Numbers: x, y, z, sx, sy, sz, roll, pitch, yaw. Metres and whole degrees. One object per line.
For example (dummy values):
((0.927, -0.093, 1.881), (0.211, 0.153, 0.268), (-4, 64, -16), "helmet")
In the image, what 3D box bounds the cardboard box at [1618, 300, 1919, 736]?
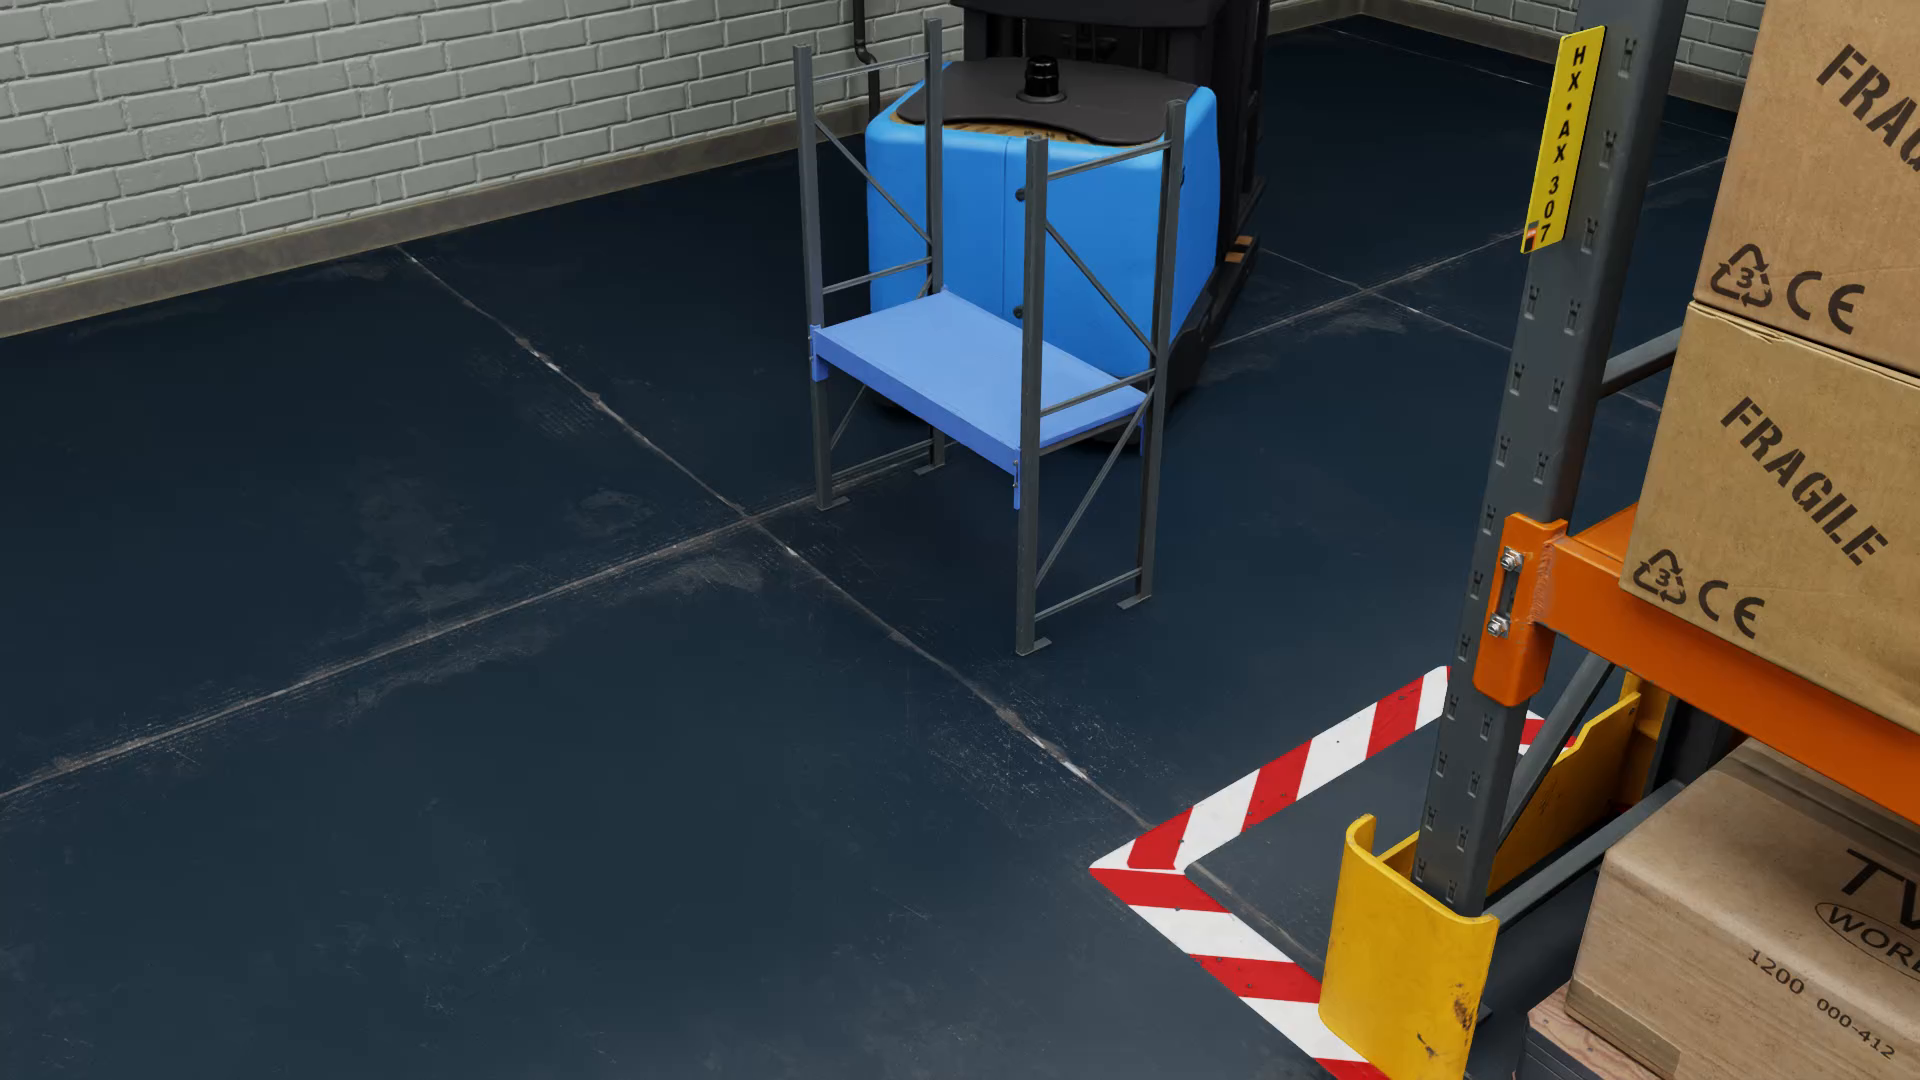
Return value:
((1.399, -0.112, 2.493), (0.500, 0.500, 0.500), (-23, 38, -32), "cardboard box")

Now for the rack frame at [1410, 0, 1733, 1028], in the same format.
((1.331, -0.363, 2.991), (1.000, 3.000, 0.127), (-22, 38, -31), "rack frame")

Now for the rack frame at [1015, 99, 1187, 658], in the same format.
((0.364, -0.390, 4.456), (0.500, 1.500, 0.032), (-22, 38, -31), "rack frame")

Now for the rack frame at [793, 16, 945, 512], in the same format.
((-0.259, -0.813, 5.138), (0.500, 1.500, 0.032), (-22, 38, -31), "rack frame")

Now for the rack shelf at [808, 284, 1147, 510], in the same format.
((0.052, -0.449, 4.892), (0.538, 0.185, 1.000), (-22, 38, -31), "rack shelf")

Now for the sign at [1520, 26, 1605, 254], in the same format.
((0.889, -0.587, 2.456), (0.100, 0.325, 0.005), (-22, 38, -31), "sign")

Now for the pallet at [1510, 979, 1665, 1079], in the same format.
((1.883, 1.130, 3.231), (1.003, 0.211, 1.213), (-22, 38, -31), "pallet")

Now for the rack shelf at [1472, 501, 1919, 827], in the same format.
((2.557, 0.777, 1.838), (1.077, 0.370, 4.000), (-22, 38, -31), "rack shelf")

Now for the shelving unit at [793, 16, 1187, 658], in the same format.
((0.052, -0.602, 4.797), (0.538, 1.500, 1.048), (-22, 38, -31), "shelving unit")

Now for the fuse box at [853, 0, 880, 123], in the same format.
((-0.396, -2.776, 8.099), (0.539, 1.711, 0.414), (-22, 38, -31), "fuse box")

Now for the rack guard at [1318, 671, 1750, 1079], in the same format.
((1.316, 0.689, 3.666), (1.175, 0.500, 0.348), (-22, 38, -31), "rack guard")

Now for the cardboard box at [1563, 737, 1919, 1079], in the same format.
((1.815, 0.790, 3.165), (0.875, 0.438, 0.875), (-24, 39, -33), "cardboard box")

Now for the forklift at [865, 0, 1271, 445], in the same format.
((0.636, -2.336, 6.234), (1.130, 2.935, 3.031), (10, 33, 16), "forklift")

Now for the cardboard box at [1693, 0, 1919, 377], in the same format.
((1.400, -0.538, 2.230), (0.500, 0.500, 0.500), (-23, 39, -32), "cardboard box")
